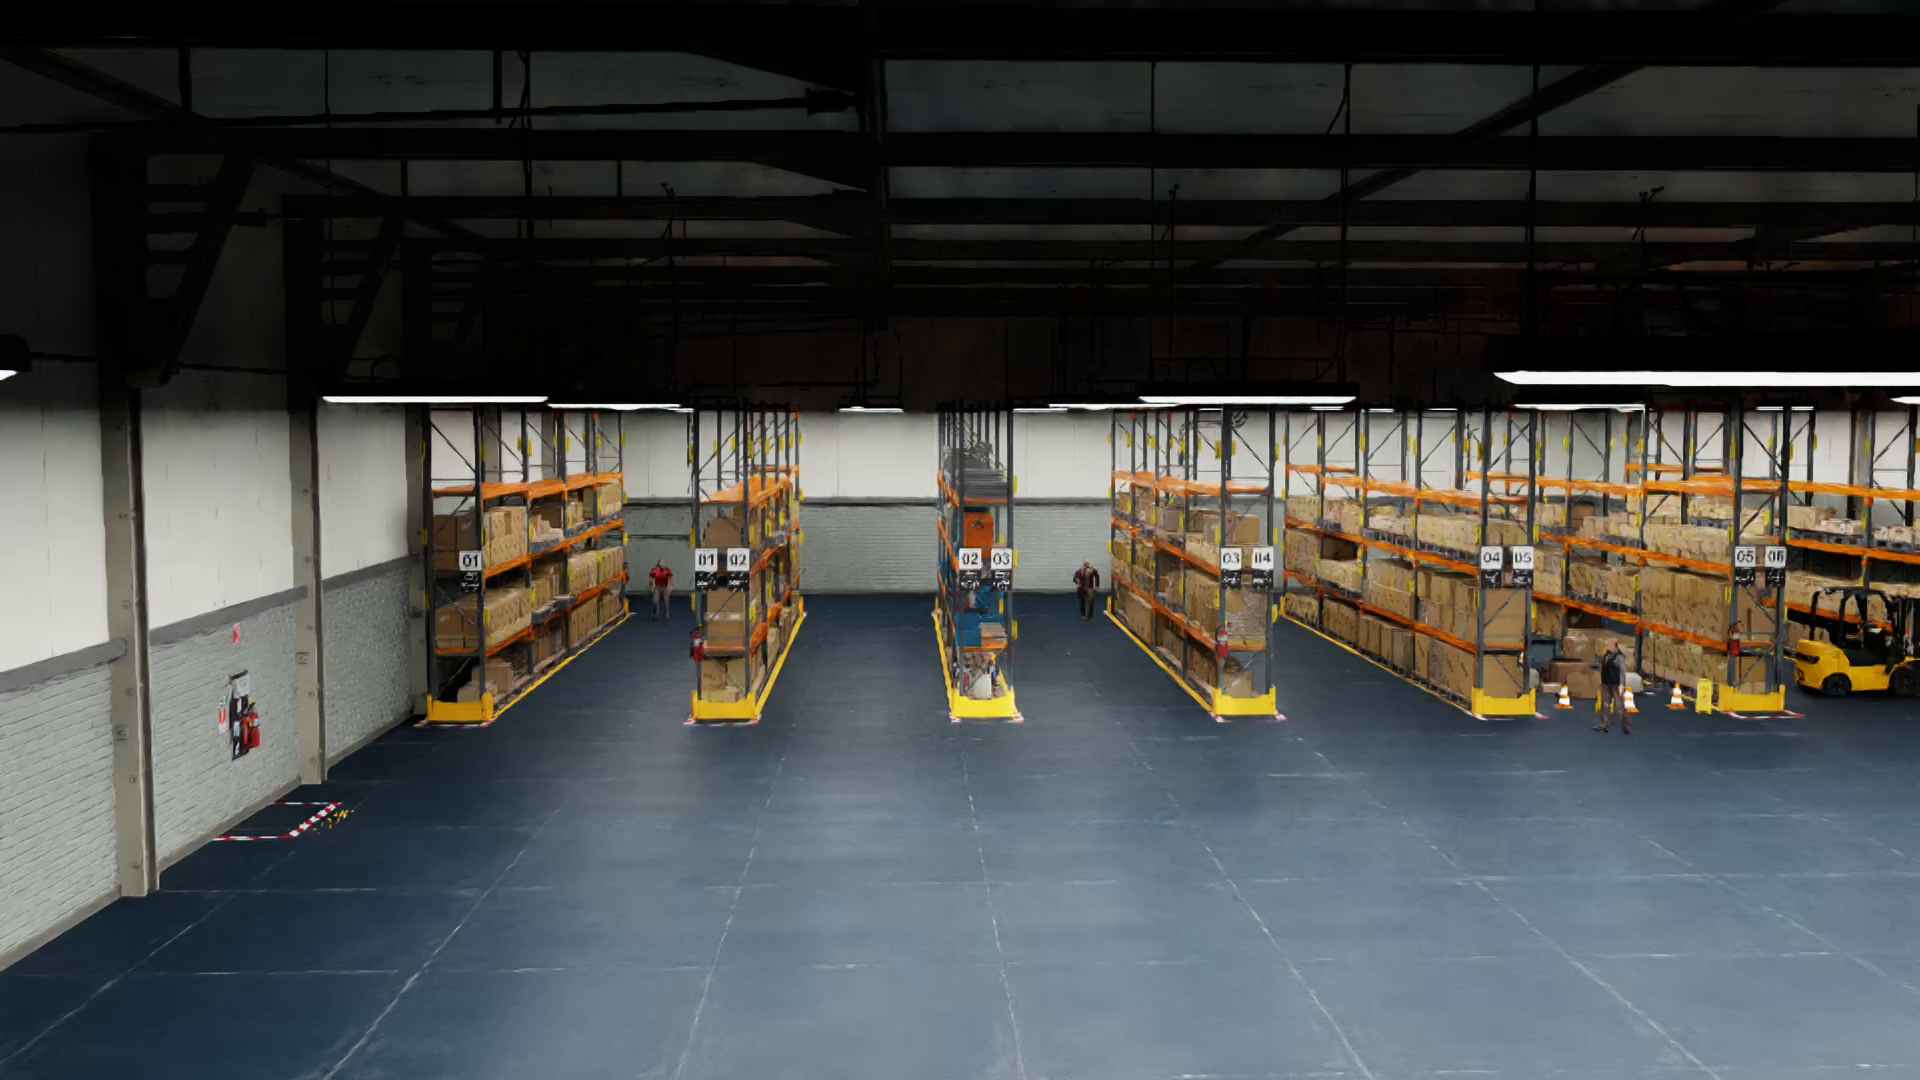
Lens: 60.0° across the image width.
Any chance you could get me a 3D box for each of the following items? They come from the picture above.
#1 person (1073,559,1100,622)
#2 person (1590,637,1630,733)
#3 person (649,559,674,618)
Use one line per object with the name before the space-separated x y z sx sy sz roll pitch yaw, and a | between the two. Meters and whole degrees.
person | 3.504 1.414 46.059 0.736 1.620 0.903 0 4 3
person | 11.721 2.599 29.819 0.522 1.723 0.640 -1 5 -17
person | -8.361 1.358 46.557 0.682 1.675 0.535 0 4 -5
